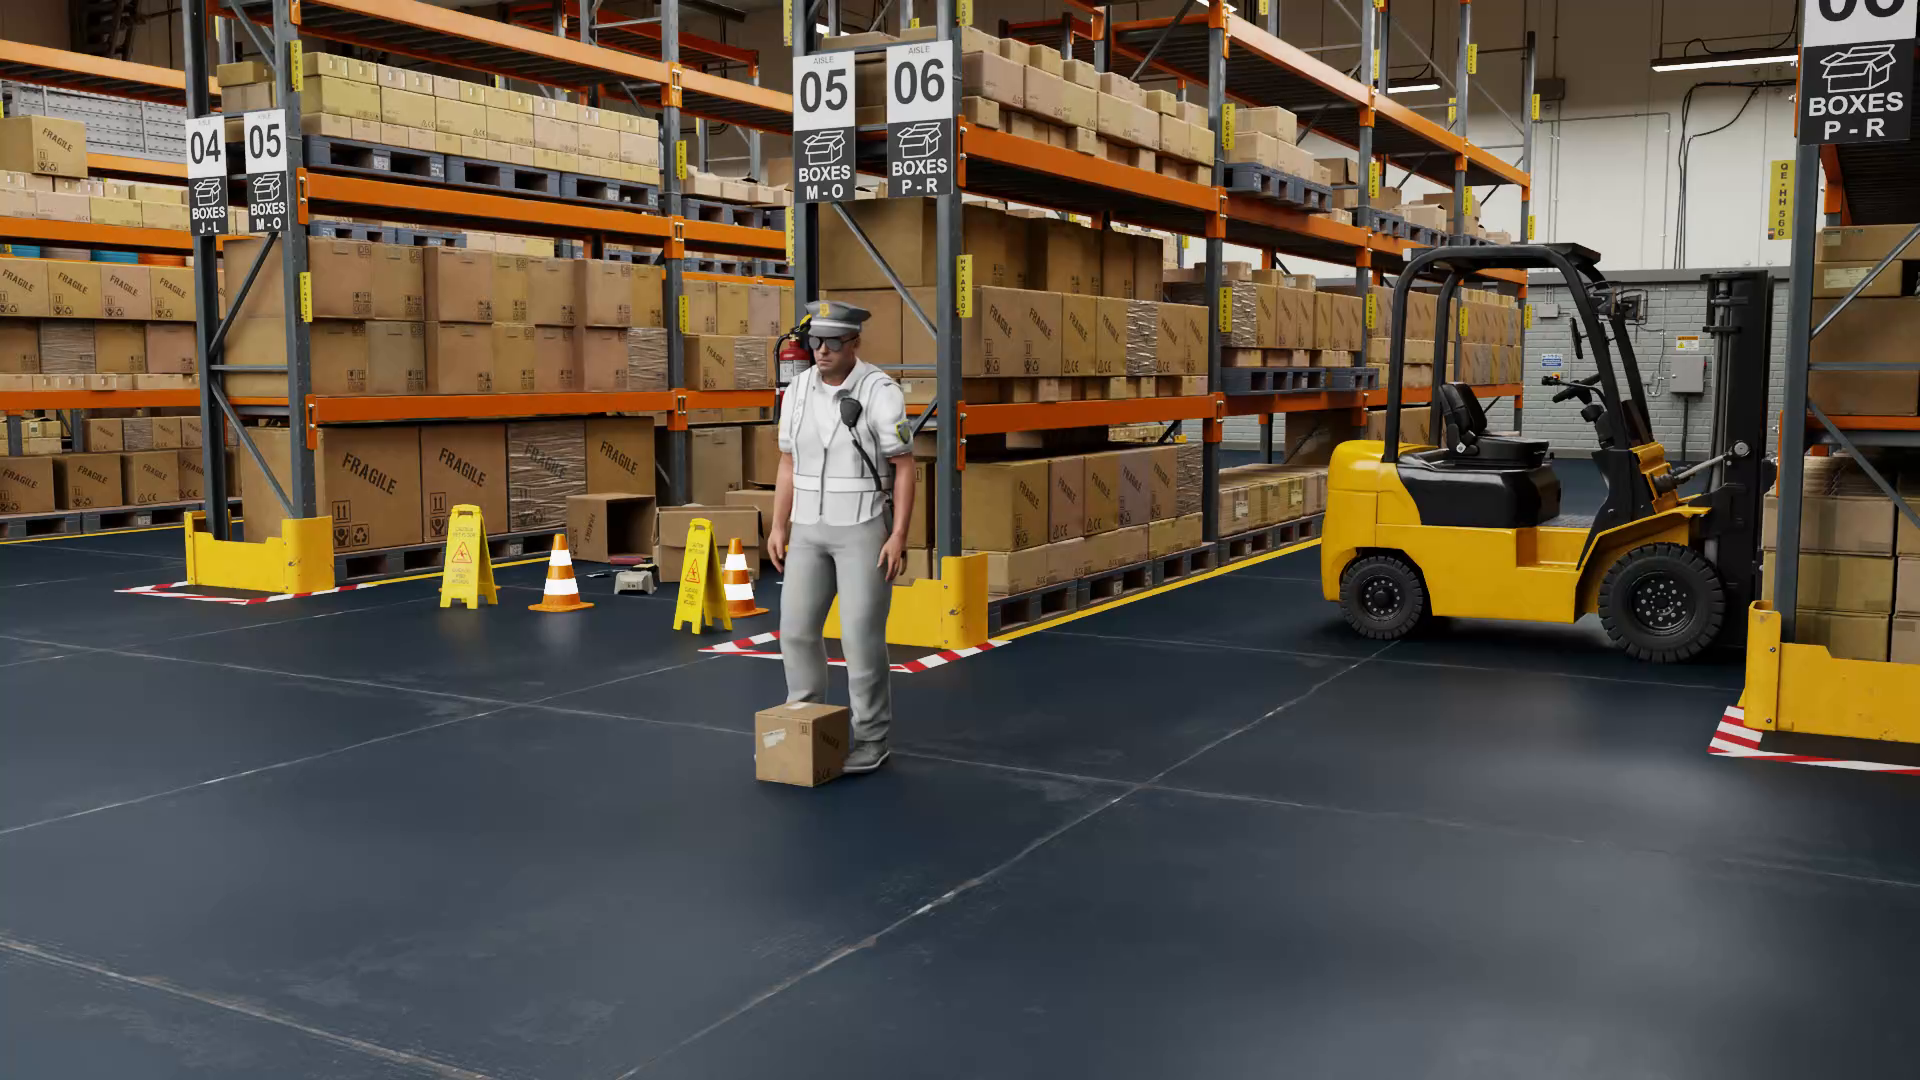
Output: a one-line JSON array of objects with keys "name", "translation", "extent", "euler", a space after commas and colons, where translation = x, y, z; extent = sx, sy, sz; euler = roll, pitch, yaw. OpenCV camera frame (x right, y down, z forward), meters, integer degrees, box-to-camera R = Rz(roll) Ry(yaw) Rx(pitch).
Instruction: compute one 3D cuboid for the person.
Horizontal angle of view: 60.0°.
[{"name": "person", "translation": [-0.450, -0.020, 6.303], "extent": [0.600, 1.745, 0.437], "euler": [3, 7, 25]}]
